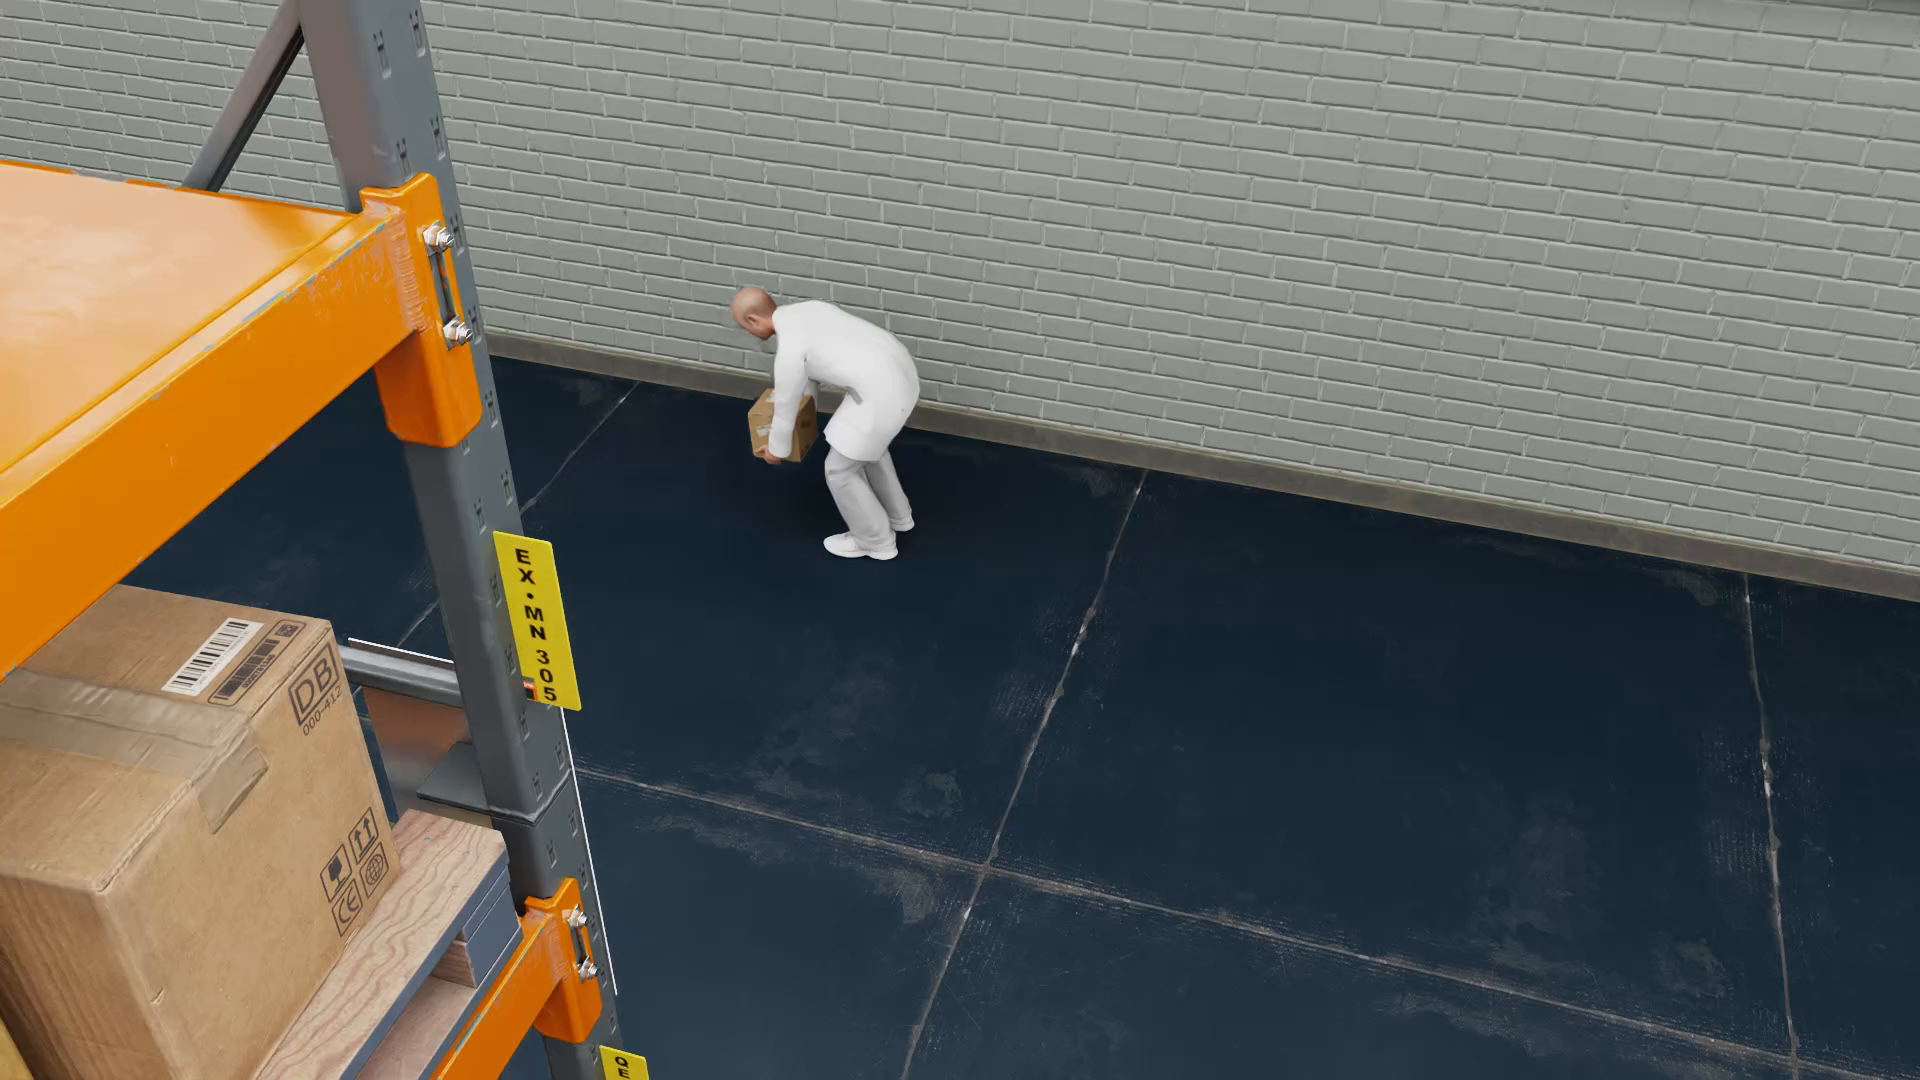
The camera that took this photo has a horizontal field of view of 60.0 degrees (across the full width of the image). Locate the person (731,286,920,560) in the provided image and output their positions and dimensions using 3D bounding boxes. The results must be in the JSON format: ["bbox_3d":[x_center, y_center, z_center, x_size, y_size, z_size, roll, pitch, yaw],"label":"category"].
[{"bbox_3d":[-0.634,-0.586,8.060,0.890,1.346,0.567,9,38,12],"label":"person"}]
